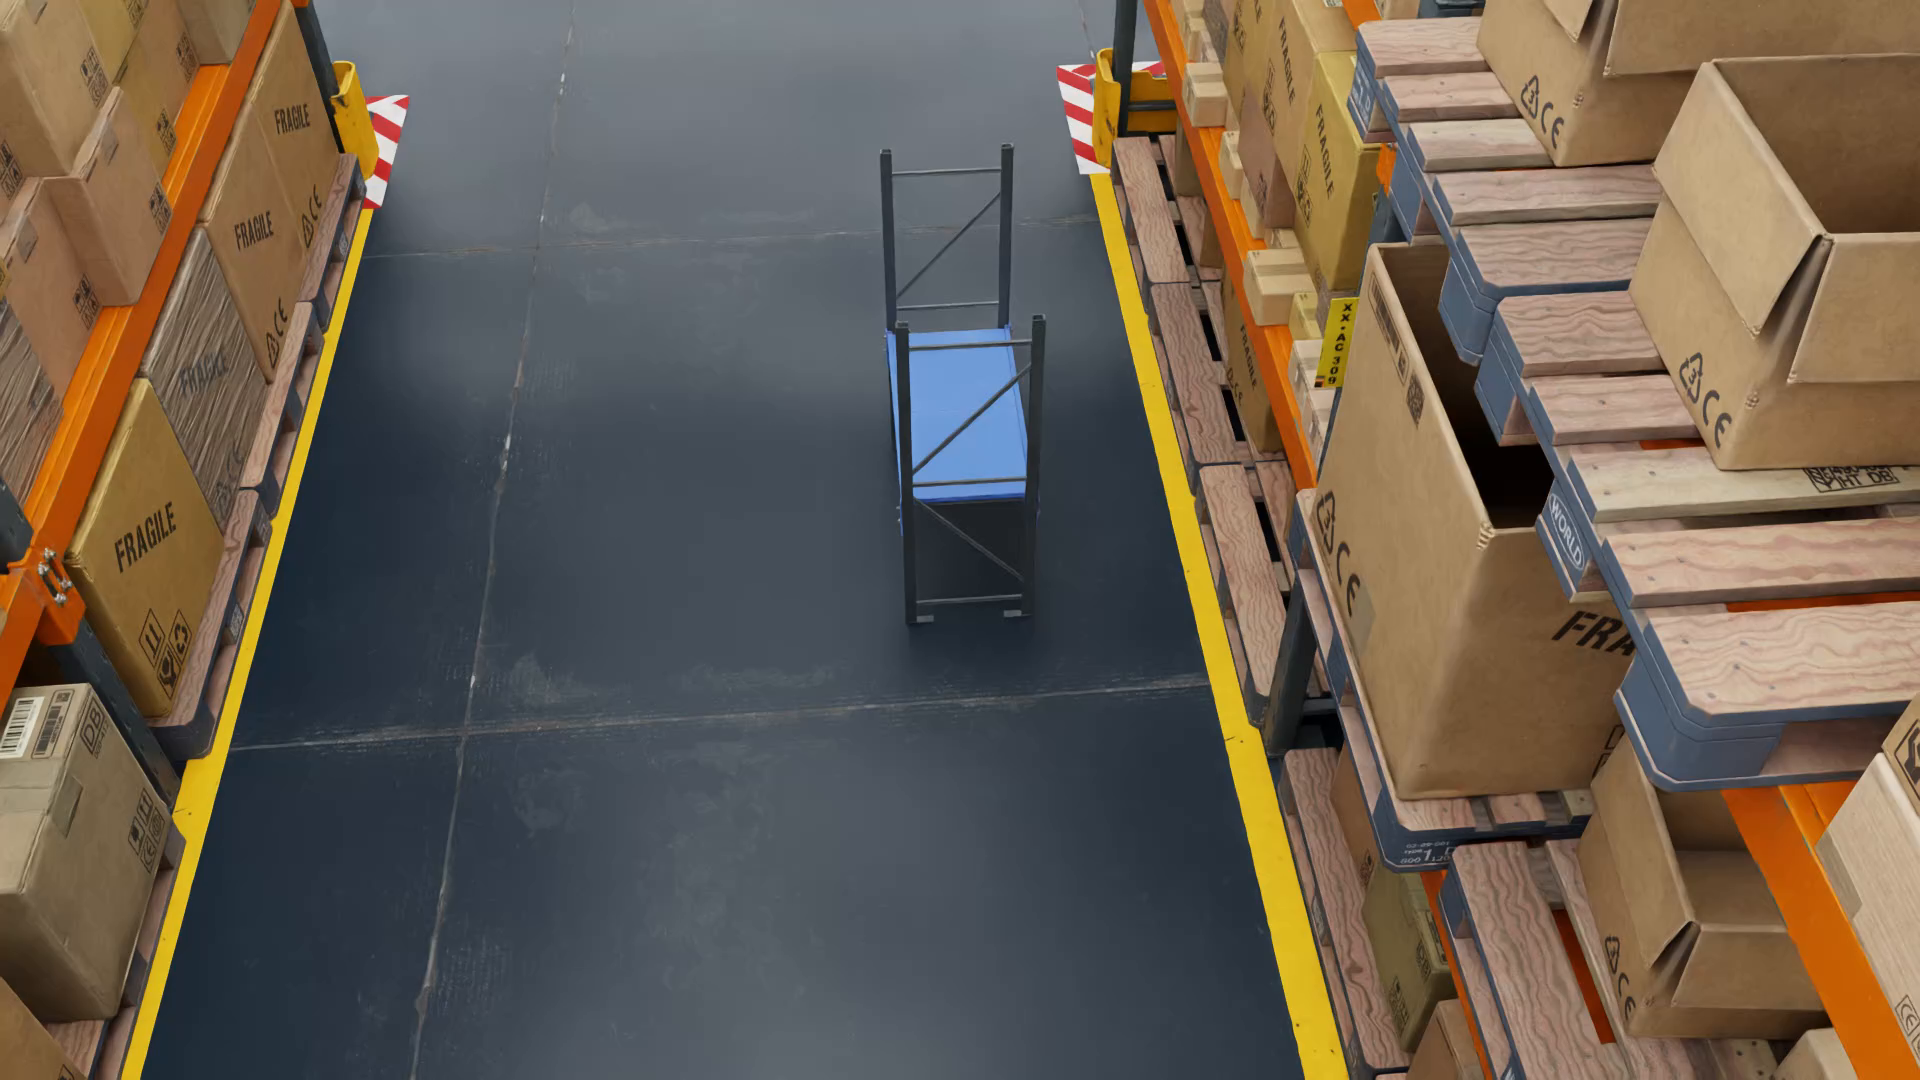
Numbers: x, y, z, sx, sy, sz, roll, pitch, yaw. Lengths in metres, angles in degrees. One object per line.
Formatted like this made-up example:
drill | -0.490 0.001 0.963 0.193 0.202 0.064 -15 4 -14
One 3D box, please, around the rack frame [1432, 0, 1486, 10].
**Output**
rack frame | 1.626 -2.366 2.929 1.000 3.000 0.127 -3 47 -3

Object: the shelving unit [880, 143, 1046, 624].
shelving unit | -0.007 -0.577 6.400 0.538 1.500 1.048 -3 47 -3

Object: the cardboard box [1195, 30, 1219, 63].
cardboard box | 1.189 -1.986 6.875 0.380 0.149 0.250 -3 47 -3

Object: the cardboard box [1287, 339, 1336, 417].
cardboard box | 1.304 -0.536 5.501 0.380 0.149 0.250 -3 47 -3

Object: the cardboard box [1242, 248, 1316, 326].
cardboard box | 1.211 -0.894 5.841 0.380 0.149 0.250 -3 47 -3

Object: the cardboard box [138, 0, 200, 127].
cardboard box | -3.594 -1.945 6.560 0.875 0.550 0.550 -3 47 -3

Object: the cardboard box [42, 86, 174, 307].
cardboard box | -3.364 -1.187 5.841 0.875 0.550 0.550 -3 47 -3

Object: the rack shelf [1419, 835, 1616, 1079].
rack shelf | 1.794 1.391 3.998 1.077 0.370 4.000 -3 47 -3

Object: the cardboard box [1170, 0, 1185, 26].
cardboard box | 1.127 -2.347 7.216 0.380 0.149 0.250 -3 47 -3

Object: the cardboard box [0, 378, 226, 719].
cardboard box | -3.307 0.052 5.945 0.875 0.875 0.875 -3 47 -3

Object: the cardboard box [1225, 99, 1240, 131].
cardboard box | 1.260 -1.626 6.534 0.380 0.149 0.250 -3 47 -3

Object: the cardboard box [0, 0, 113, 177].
cardboard box | -3.391 -1.557 5.448 0.875 0.550 0.550 -3 47 -3

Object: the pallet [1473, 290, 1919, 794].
pallet | 1.662 -0.067 2.947 1.213 0.211 1.003 -3 47 -3

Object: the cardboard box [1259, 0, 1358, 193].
cardboard box | 1.271 -1.454 5.235 0.500 0.500 0.500 -3 47 -3

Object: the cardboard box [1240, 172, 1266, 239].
cardboard box | 1.260 -1.262 6.189 0.380 0.149 0.250 -3 47 -3

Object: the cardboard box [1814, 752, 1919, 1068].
cardboard box | 1.583 0.560 2.327 0.500 0.250 0.500 -2 47 -2

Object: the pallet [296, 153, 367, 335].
pallet | -3.515 -1.436 8.101 1.003 0.211 1.213 -3 47 -3

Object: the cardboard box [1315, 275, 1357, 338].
cardboard box | 1.650 -0.769 5.275 0.875 0.500 0.500 -3 47 -3

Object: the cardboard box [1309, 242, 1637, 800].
cardboard box | 1.553 -0.070 4.185 1.000 1.000 1.000 -3 47 -3

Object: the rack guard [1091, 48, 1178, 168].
rack guard | 1.298 -2.283 8.704 1.175 0.500 0.348 -3 47 -3

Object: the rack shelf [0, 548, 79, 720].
rack shelf | -3.157 1.620 3.782 1.077 0.370 4.000 -3 47 -3

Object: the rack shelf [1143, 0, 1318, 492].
rack shelf | 1.459 -1.503 6.739 1.077 0.370 4.000 -3 47 -3

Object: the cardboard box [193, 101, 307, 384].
cardboard box | -3.461 -1.259 7.188 0.875 0.875 0.875 -4 47 -4

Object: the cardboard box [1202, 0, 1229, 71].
cardboard box | 1.471 -2.215 6.645 0.875 0.500 0.500 -3 47 -3

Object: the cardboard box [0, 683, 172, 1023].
cardboard box | -3.183 0.998 5.136 1.050 0.750 0.750 -4 47 -3

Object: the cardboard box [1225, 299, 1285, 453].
cardboard box | 1.447 -0.738 6.952 0.500 0.500 0.500 -7 47 -7

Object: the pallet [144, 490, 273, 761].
pallet | -3.310 0.329 6.429 1.003 0.211 1.213 -3 47 -3

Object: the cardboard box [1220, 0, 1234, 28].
cardboard box | 1.192 -2.178 5.921 0.500 0.500 0.500 -3 47 -3

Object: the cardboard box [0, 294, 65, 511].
cardboard box | -3.367 -0.393 5.089 0.875 0.550 0.550 -3 47 -3

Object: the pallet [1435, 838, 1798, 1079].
pallet | 1.755 1.227 3.790 1.003 0.211 1.213 -3 47 -3

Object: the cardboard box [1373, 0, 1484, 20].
cardboard box | 1.328 -1.597 4.370 0.500 0.250 0.500 -2 47 -2

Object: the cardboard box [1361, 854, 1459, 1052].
cardboard box | 1.678 1.197 5.106 0.700 0.500 0.500 -4 47 -4

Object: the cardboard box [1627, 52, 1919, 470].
cardboard box | 1.647 -0.487 2.855 0.797 0.503 0.637 -2 47 -2

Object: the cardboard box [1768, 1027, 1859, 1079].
cardboard box | 2.050 1.272 3.430 0.500 0.250 0.500 -5 47 -4

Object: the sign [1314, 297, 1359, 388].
sign | 1.086 -0.562 4.757 0.100 0.325 0.005 -3 47 -3

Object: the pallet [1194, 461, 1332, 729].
pallet | 1.535 0.172 6.578 1.003 0.211 1.213 -3 47 -3

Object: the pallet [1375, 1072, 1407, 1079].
pallet | 1.798 2.104 4.749 1.003 0.211 1.213 -3 47 -3

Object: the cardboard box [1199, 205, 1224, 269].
cardboard box | 1.411 -1.599 7.767 0.500 0.500 0.500 8 47 7

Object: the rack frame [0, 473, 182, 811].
rack frame | -3.325 -0.075 4.891 1.000 3.000 0.127 -3 47 -3

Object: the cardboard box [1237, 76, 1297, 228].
cardboard box | 1.501 -1.489 5.957 0.875 0.500 0.500 -3 47 -3

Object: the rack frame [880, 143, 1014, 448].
rack frame | -0.050 -0.945 6.749 0.500 1.500 0.032 -3 47 -3

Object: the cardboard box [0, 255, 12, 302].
cardboard box | -3.321 -0.767 4.700 0.875 0.550 0.550 -3 47 -3

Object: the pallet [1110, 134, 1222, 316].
pallet | 1.331 -1.593 8.250 1.003 0.211 1.213 -3 47 -3
